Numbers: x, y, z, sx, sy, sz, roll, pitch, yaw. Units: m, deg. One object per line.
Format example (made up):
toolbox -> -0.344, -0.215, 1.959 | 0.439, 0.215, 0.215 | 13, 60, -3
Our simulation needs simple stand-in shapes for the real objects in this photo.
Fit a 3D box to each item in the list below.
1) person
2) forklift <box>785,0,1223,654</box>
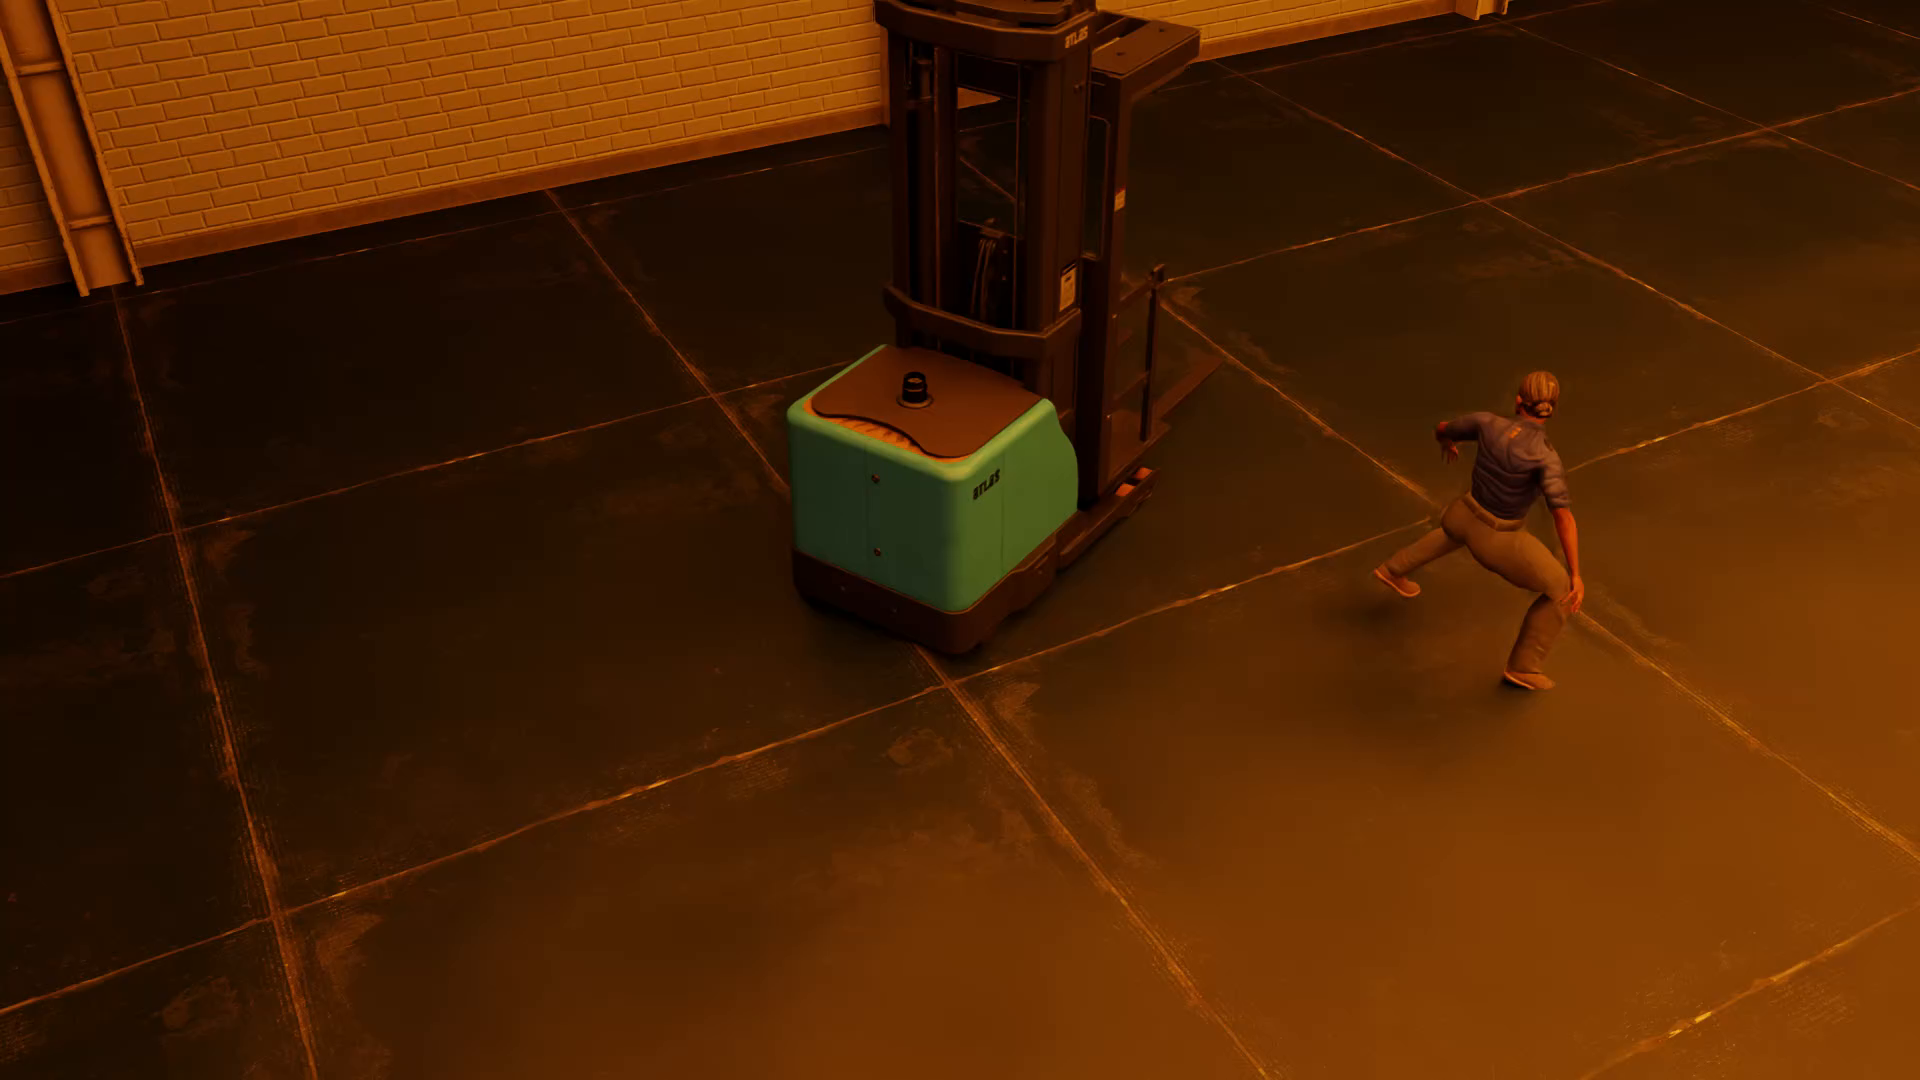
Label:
person -> 2.448, -0.043, 7.480 | 0.480, 1.555, 1.079 | -17, 39, -23
forklift -> 0.422, -1.471, 8.205 | 1.130, 2.935, 3.031 | 22, 41, 27
